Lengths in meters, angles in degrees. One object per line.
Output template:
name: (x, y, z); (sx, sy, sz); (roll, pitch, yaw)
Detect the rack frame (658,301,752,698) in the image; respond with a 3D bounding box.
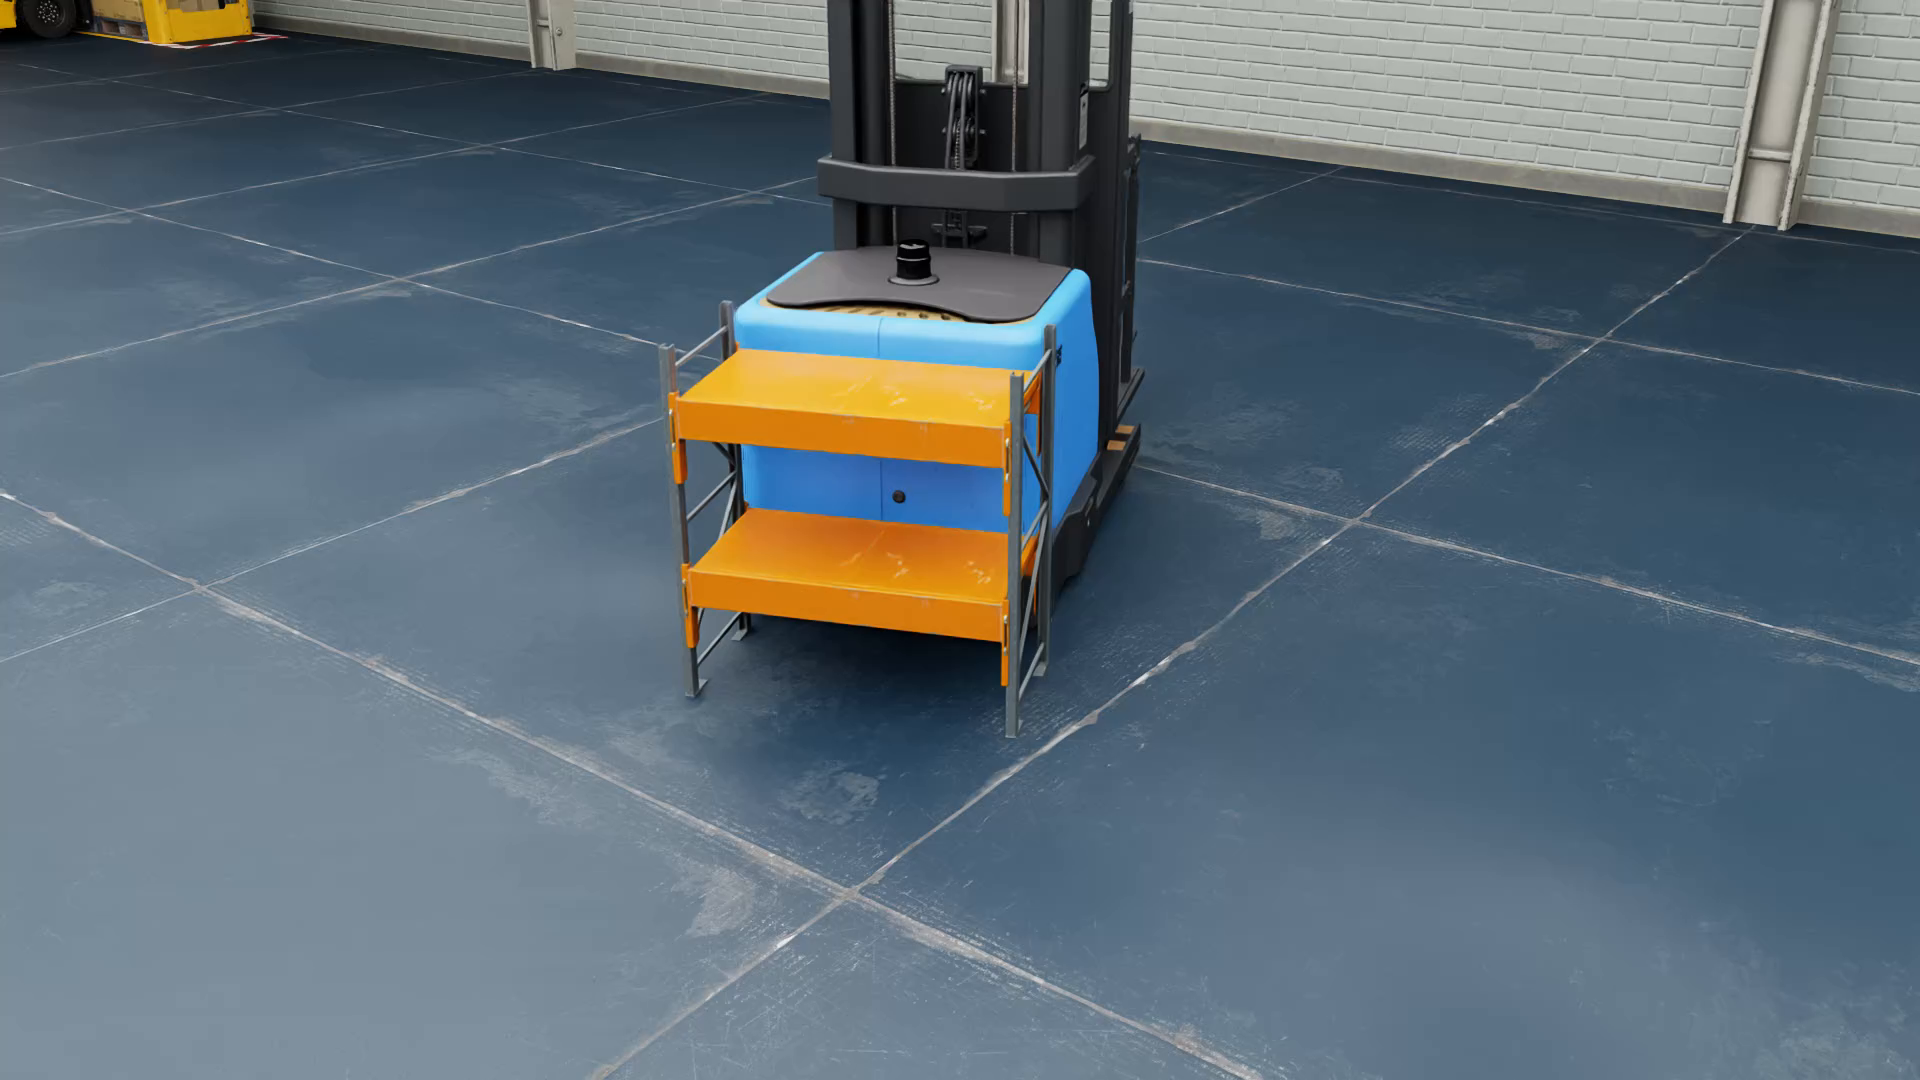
rack frame: (-0.776, -0.125, 5.136); (0.032, 1.125, 0.500); (6, 25, 13)

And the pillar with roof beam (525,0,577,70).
pillar with roof beam: (-6.873, -7.742, 12.660); (0.400, 9.000, 9.100); (17, 29, 33)

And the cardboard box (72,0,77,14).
cardboard box: (-10.857, -6.688, 20.599); (0.500, 0.250, 0.500); (18, 29, 35)

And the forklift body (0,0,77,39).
forklift body: (-11.687, -6.859, 19.149); (1.214, 2.155, 2.313); (17, 29, 33)

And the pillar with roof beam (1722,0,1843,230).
pillar with roof beam: (2.729, -4.840, 6.074); (0.400, 9.000, 9.100); (17, 29, 33)

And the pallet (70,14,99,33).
pallet: (-10.685, -6.568, 20.895); (1.213, 0.211, 1.003); (17, 29, 33)

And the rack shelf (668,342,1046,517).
rack shelf: (-0.283, -0.342, 4.903); (1.000, 0.278, 0.538); (6, 25, 13)

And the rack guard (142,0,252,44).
rack guard: (-9.057, -6.228, 19.764); (0.348, 0.500, 1.175); (17, 29, 33)

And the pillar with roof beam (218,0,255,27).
pillar with roof beam: (-11.674, -9.193, 15.953); (0.400, 9.000, 9.100); (17, 29, 33)

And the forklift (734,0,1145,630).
forklift: (0.135, -1.615, 6.280); (1.130, 2.935, 3.031); (6, 25, 14)

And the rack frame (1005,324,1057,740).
rack frame: (0.210, -0.024, 4.907); (0.032, 1.125, 0.500); (6, 25, 13)

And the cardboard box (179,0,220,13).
cardboard box: (-9.352, -6.493, 20.156); (0.500, 0.250, 0.500); (17, 29, 34)

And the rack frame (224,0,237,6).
rack frame: (-9.076, -7.377, 19.273); (0.127, 3.000, 1.000); (17, 29, 33)

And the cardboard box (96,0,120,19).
cardboard box: (-10.034, -6.446, 20.049); (0.500, 0.250, 0.500); (17, 29, 33)

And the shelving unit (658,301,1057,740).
shelving unit: (-0.283, -0.074, 5.022); (1.048, 1.125, 0.538); (6, 25, 13)

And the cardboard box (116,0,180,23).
cardboard box: (-9.641, -6.323, 19.770); (0.500, 0.250, 0.500); (17, 29, 34)

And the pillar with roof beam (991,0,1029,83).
pillar with roof beam: (-2.072, -6.291, 9.367); (0.400, 9.000, 9.100); (17, 29, 33)

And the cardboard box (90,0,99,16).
cardboard box: (-10.428, -6.570, 20.331); (0.500, 0.250, 0.500); (17, 29, 34)

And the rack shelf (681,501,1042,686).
rack shelf: (-0.283, 0.149, 5.121); (1.000, 0.278, 0.538); (6, 25, 13)

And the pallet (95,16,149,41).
pallet: (-9.713, -6.273, 20.225); (1.213, 0.211, 1.003); (17, 29, 33)
